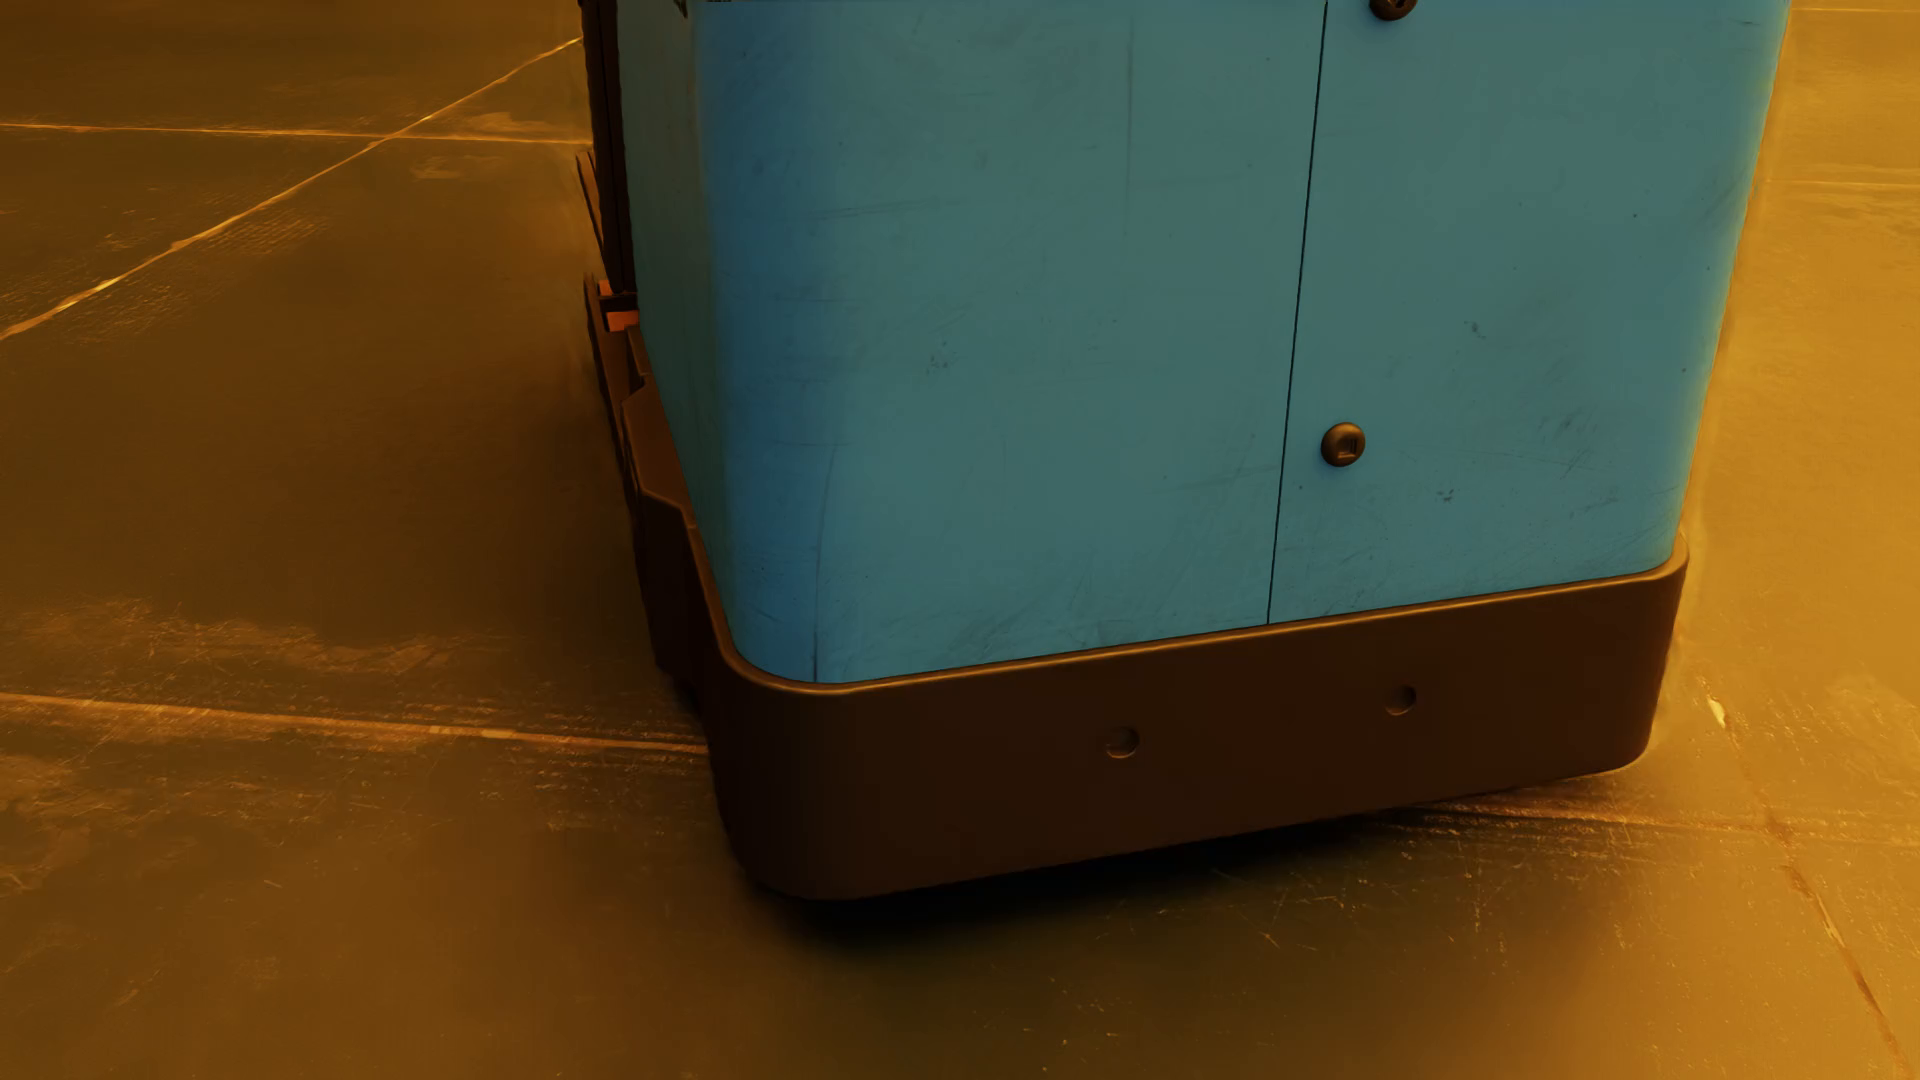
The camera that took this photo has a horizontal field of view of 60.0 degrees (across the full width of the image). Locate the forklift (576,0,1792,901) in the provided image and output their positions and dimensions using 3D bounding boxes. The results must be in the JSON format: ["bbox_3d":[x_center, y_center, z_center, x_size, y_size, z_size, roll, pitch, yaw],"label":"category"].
[{"bbox_3d":[-0.089,-1.596,2.415,1.130,2.935,3.031,-7,27,-13],"label":"forklift"}]
